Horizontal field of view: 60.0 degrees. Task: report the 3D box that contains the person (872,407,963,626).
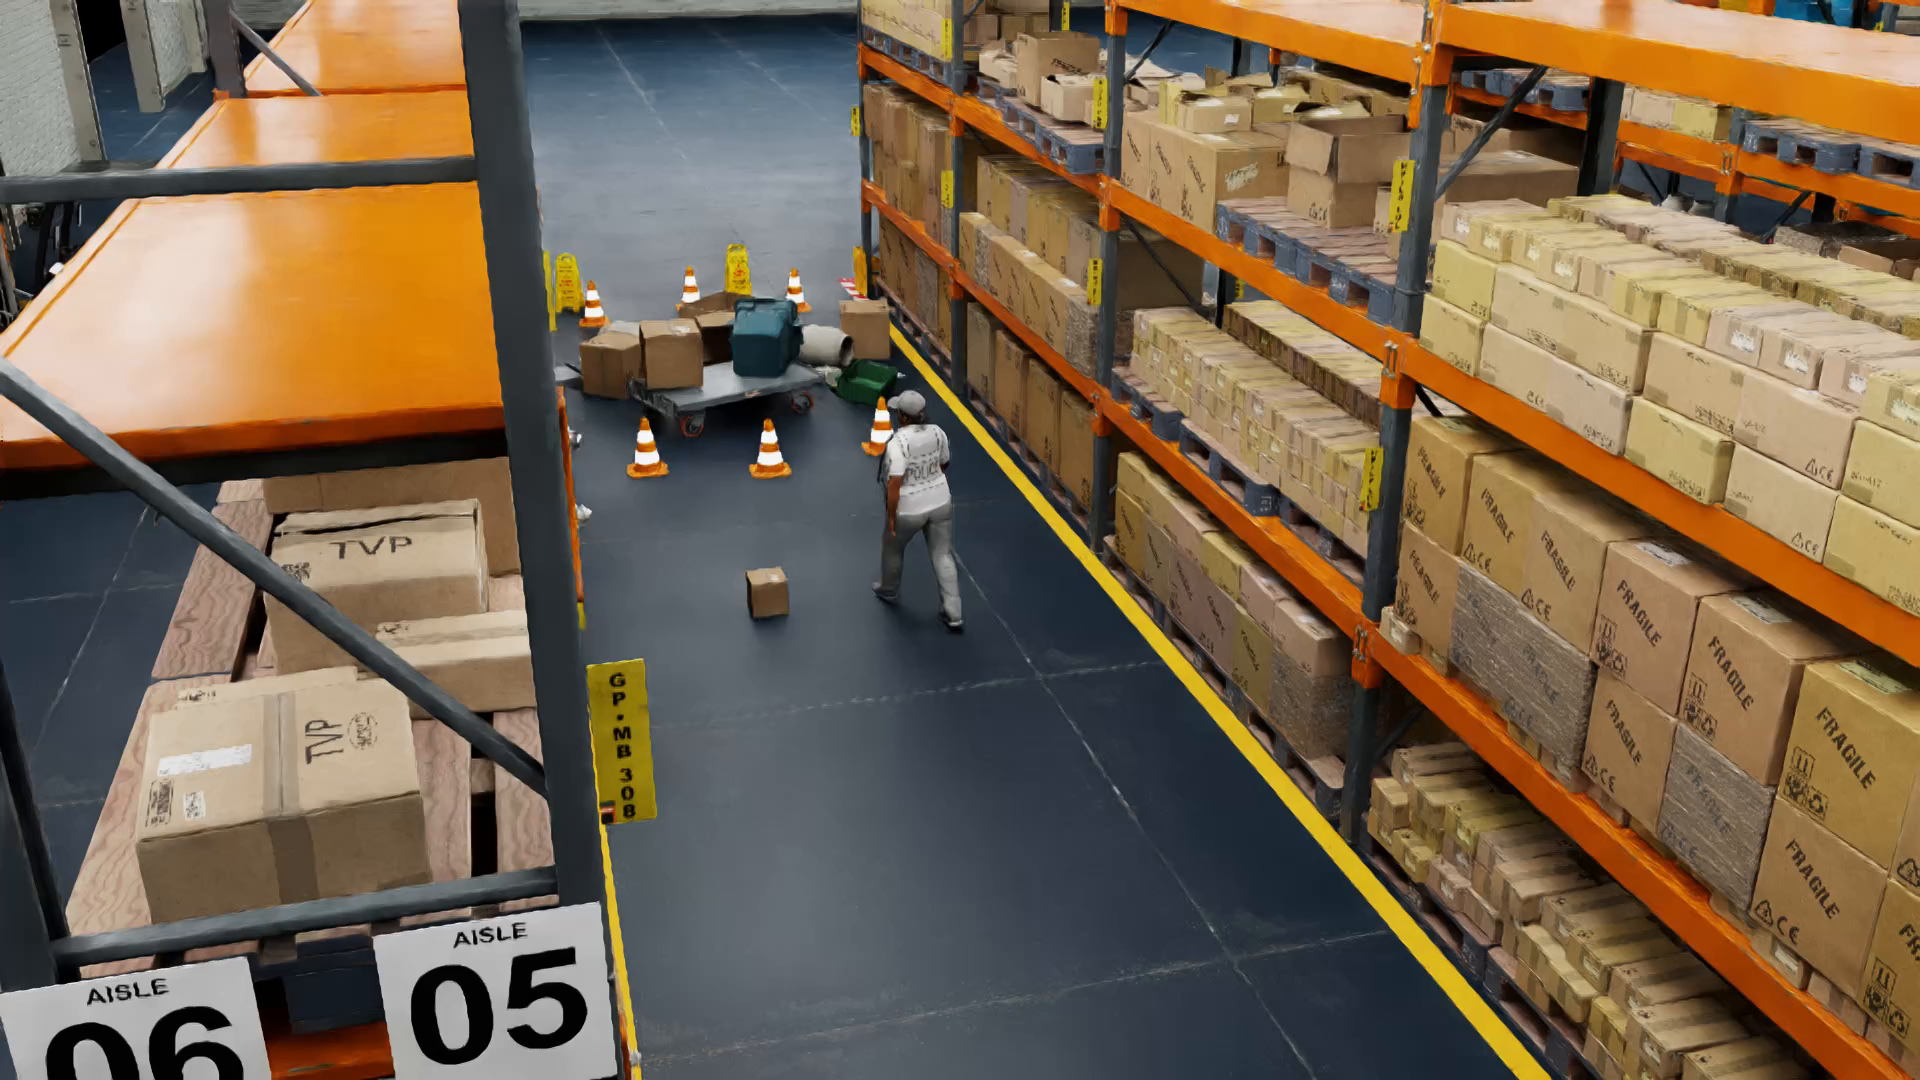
[{"bbox_3d":[1.328,-10.957,30.758,26.110,5.992,37.296,-13,26,-28],"label":"person"}]
